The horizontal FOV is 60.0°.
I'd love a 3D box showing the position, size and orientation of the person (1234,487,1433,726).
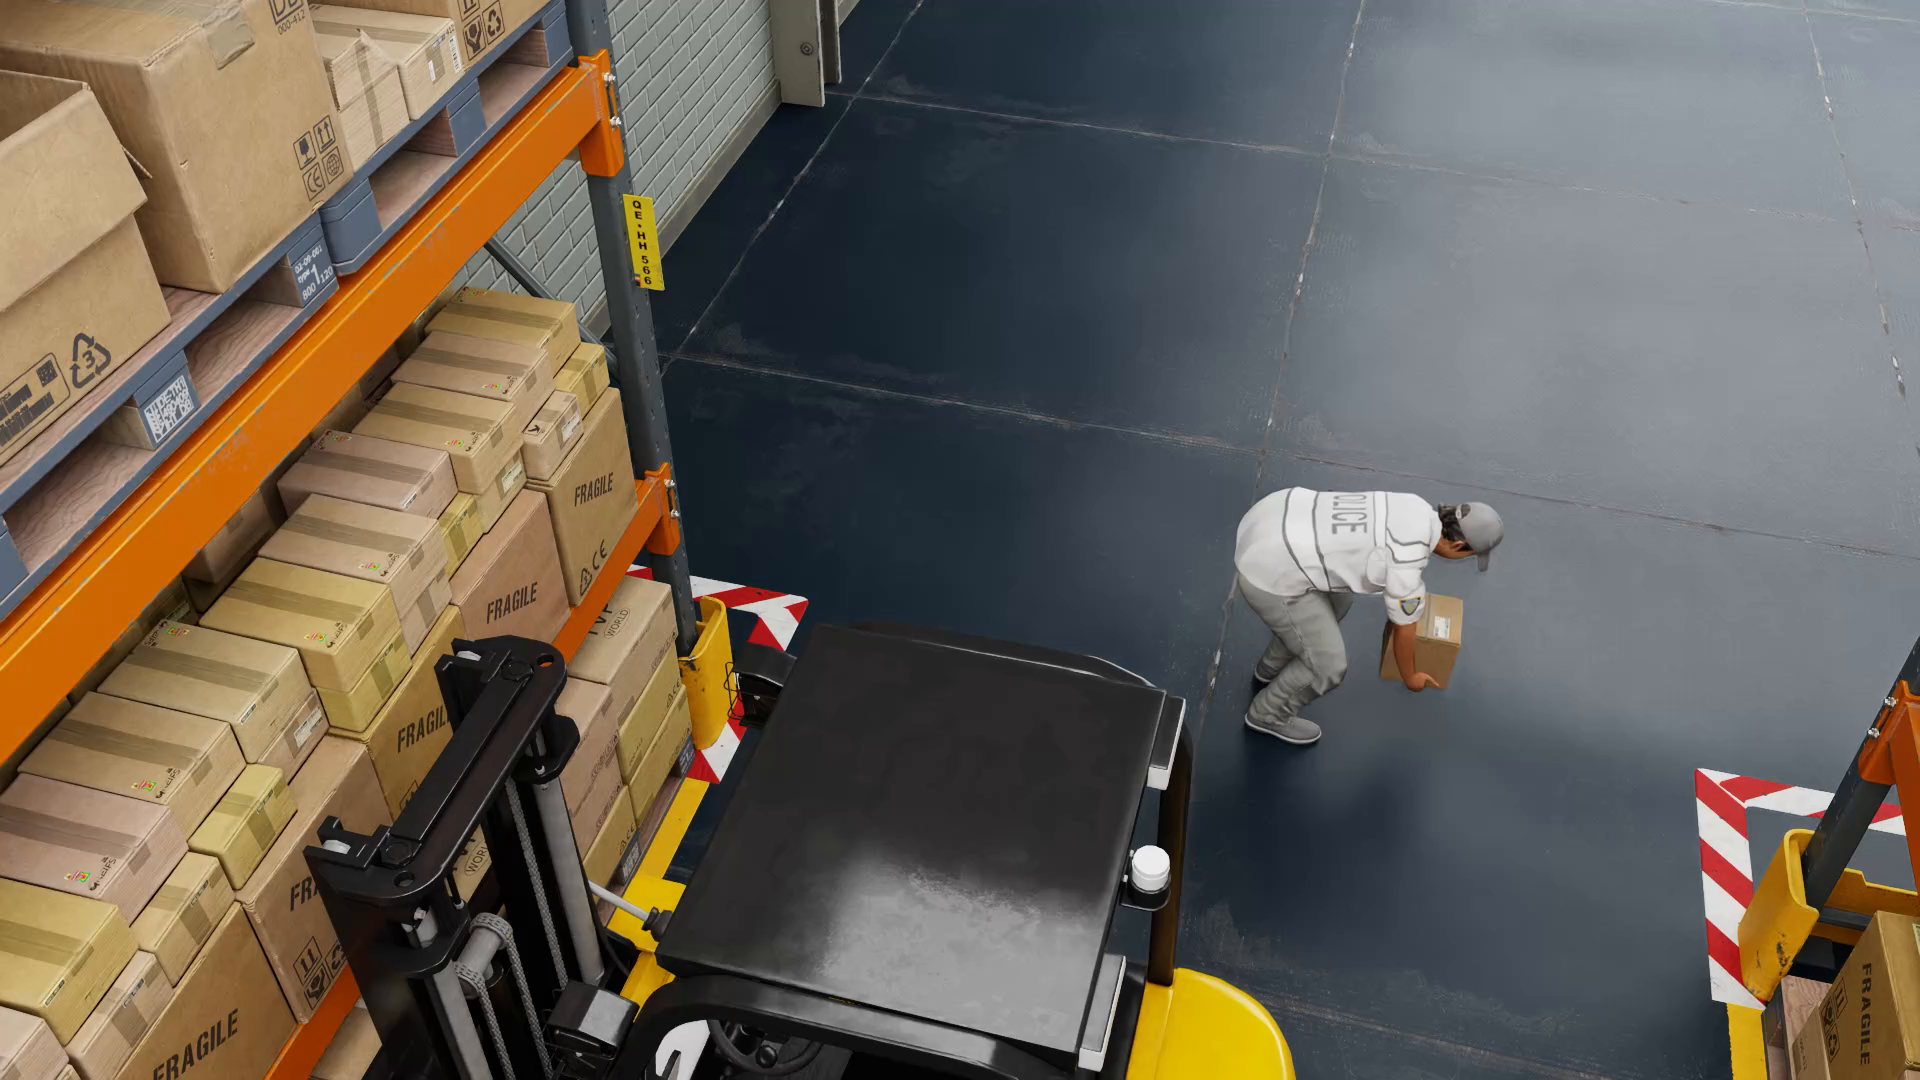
[{"bbox_3d":[1.355,0.236,6.272,0.683,1.029,0.495,8,42,9],"label":"person"}]
